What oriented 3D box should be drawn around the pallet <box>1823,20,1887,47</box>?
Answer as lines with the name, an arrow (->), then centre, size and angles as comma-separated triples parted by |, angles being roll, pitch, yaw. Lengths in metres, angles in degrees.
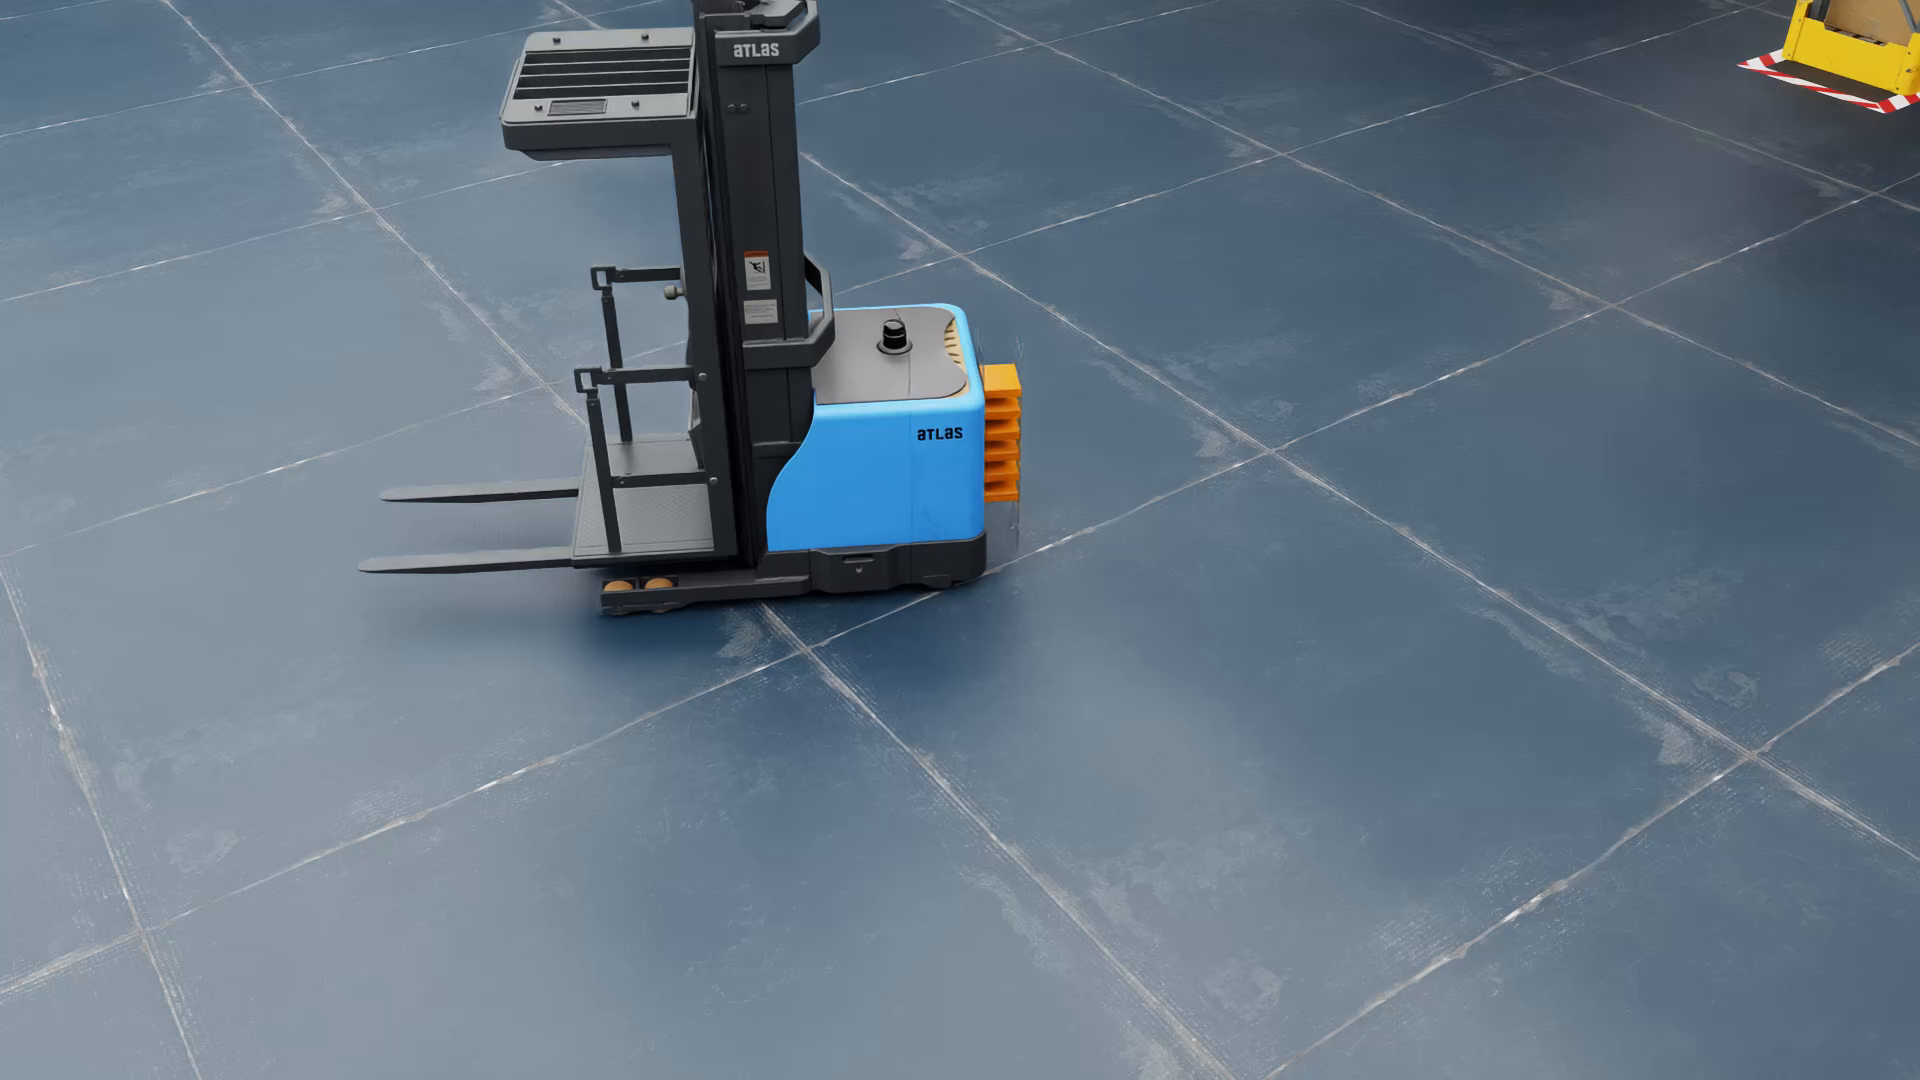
pallet -> 8.179, -4.361, 14.446 | 1.213, 0.211, 1.003 | -22, 41, -28

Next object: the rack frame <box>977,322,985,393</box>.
rack frame -> 0.100, -0.487, 8.213 | 0.006, 1.200, 0.240 | -4, 36, -5

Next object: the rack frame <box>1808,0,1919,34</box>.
rack frame -> 7.570, -5.187, 13.206 | 0.127, 3.000, 1.000 | -22, 41, -28

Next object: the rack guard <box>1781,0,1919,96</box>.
rack guard -> 7.550, -4.164, 13.925 | 0.348, 0.500, 1.175 | -22, 41, -28

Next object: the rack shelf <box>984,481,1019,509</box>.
rack shelf -> 0.191, -0.262, 8.387 | 0.180, 0.103, 0.258 | -4, 36, -5

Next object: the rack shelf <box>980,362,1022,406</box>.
rack shelf -> 0.191, -0.749, 8.037 | 0.180, 0.103, 0.258 | -4, 36, -5

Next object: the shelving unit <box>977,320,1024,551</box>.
shelving unit -> 0.191, -0.493, 8.221 | 0.189, 1.200, 0.258 | -4, 36, -5

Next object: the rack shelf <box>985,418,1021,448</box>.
rack shelf -> 0.191, -0.554, 8.177 | 0.180, 0.103, 0.258 | -4, 36, -5

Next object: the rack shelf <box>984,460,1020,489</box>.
rack shelf -> 0.191, -0.360, 8.317 | 0.180, 0.103, 0.258 | -4, 36, -5

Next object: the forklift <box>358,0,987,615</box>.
forklift -> -1.422, -1.152, 7.655 | 3.031, 2.935, 1.130 | -4, 36, -5

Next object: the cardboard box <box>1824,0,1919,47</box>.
cardboard box -> 8.086, -4.754, 14.065 | 0.875, 0.875, 0.875 | -22, 41, -28

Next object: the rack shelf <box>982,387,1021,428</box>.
rack shelf -> 0.191, -0.652, 8.107 | 0.180, 0.103, 0.258 | -4, 36, -5

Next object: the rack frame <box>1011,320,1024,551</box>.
rack frame -> 0.282, -0.499, 8.229 | 0.006, 1.200, 0.240 | -4, 36, -5

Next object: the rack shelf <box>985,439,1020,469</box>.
rack shelf -> 0.191, -0.457, 8.247 | 0.180, 0.103, 0.258 | -4, 36, -5
